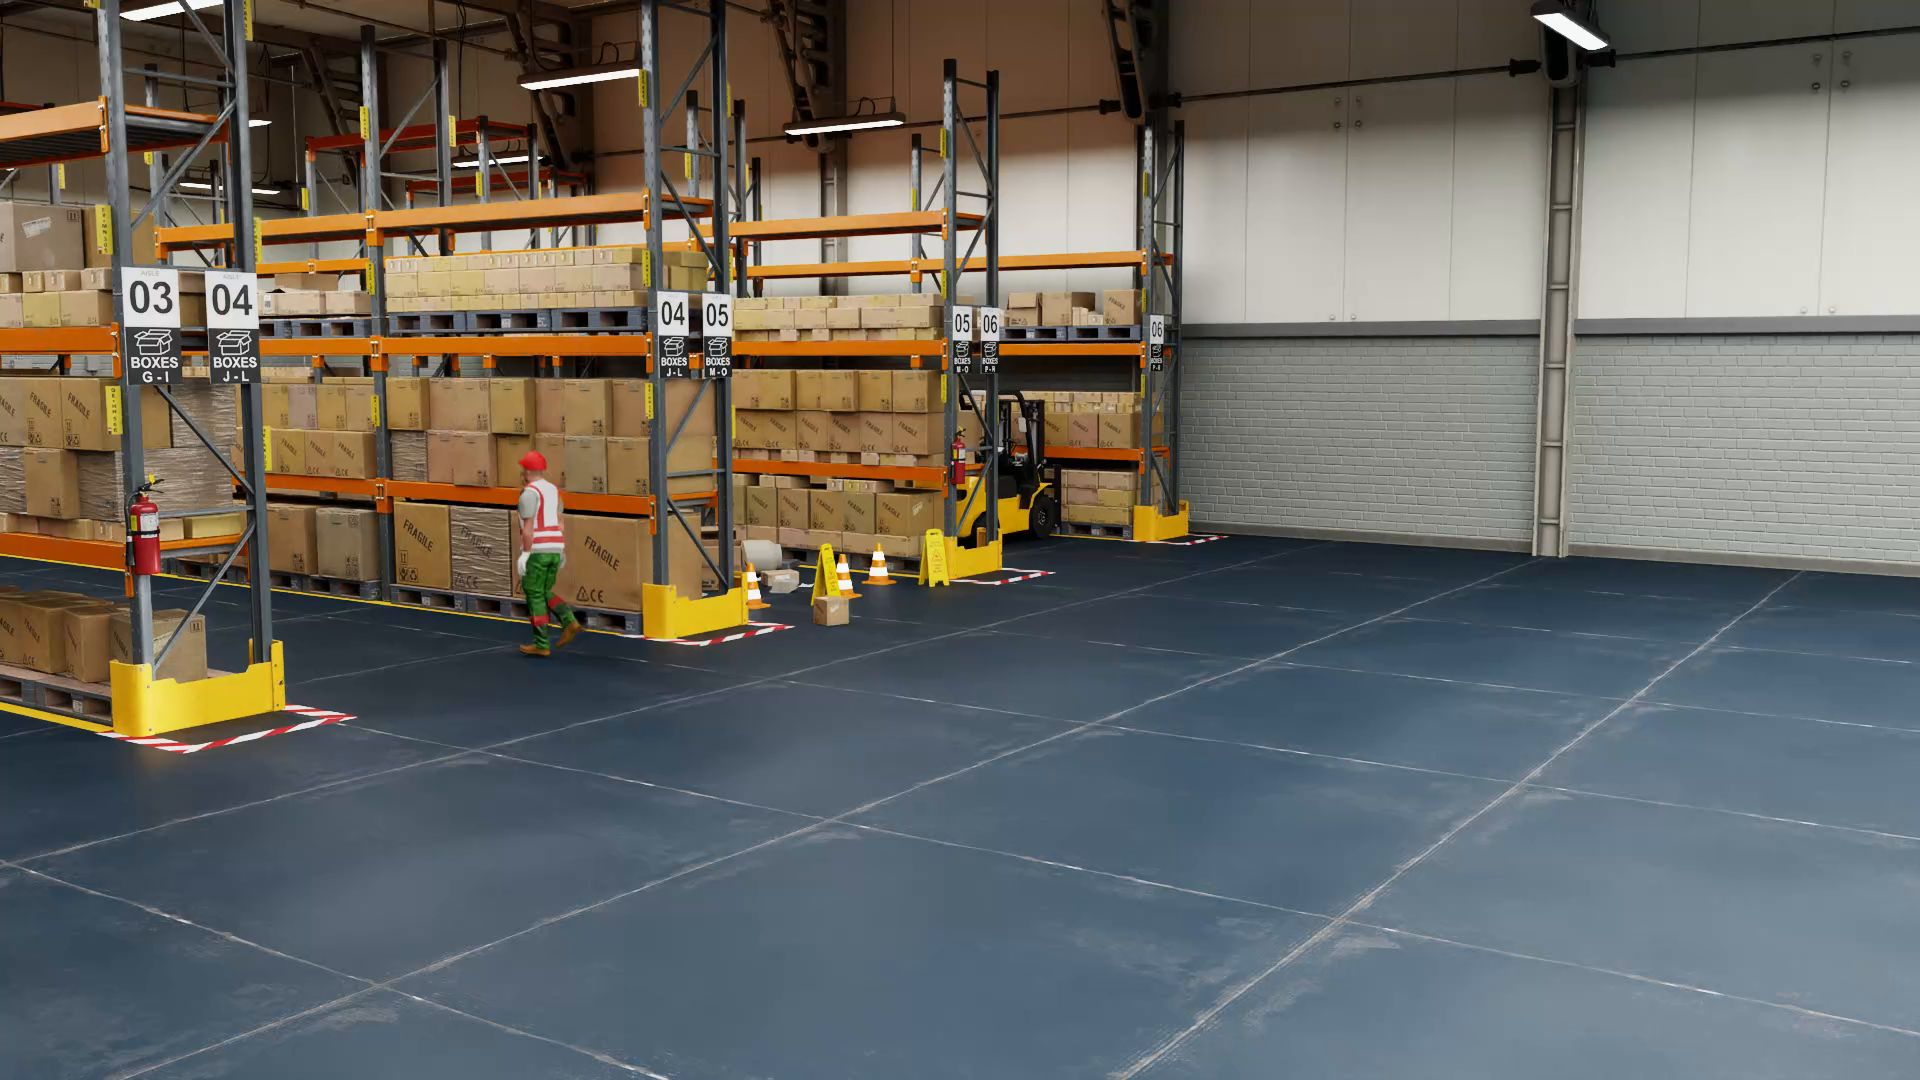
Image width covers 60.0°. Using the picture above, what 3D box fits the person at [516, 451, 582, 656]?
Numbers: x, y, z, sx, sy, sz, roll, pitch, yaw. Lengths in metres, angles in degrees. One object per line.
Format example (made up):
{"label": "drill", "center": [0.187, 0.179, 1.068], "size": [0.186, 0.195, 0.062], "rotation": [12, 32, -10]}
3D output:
{"label": "person", "center": [-3.580, 0.114, 14.499], "size": [0.567, 1.777, 0.578], "rotation": [3, 7, 22]}
